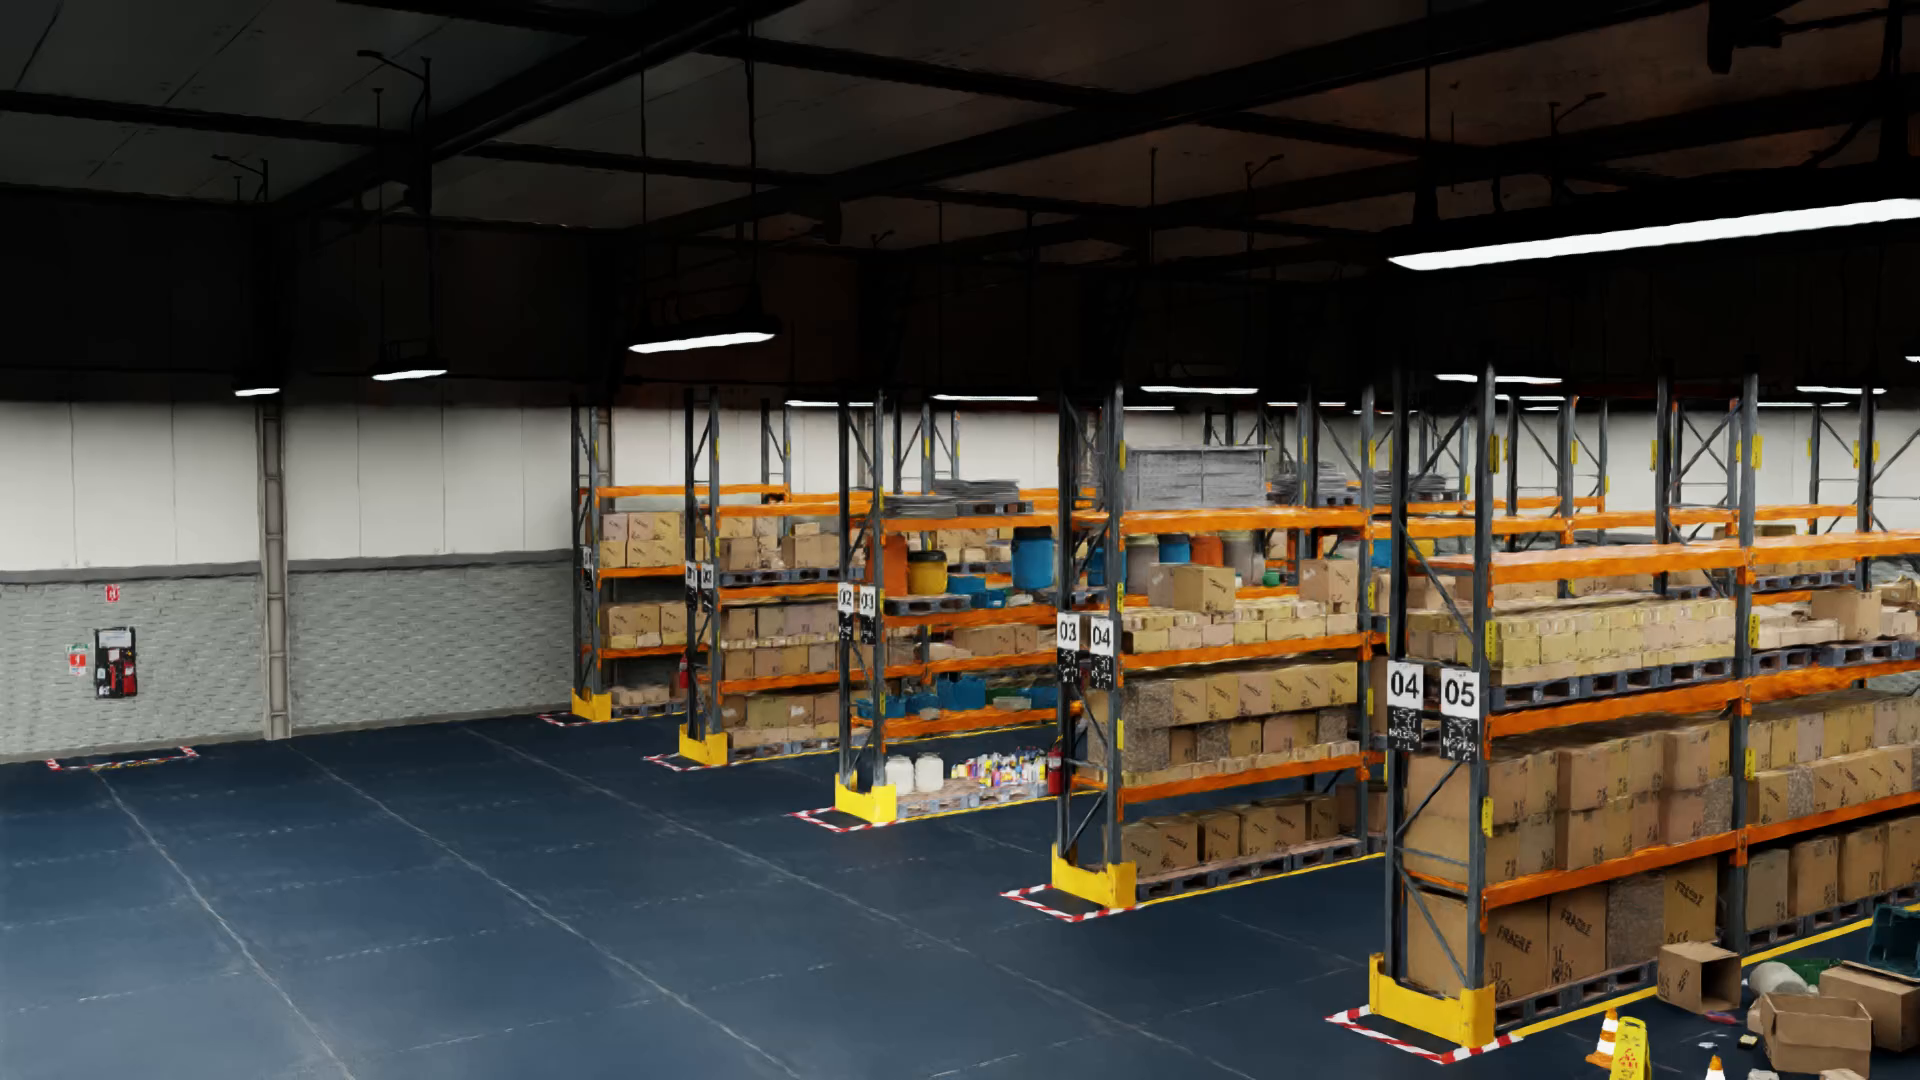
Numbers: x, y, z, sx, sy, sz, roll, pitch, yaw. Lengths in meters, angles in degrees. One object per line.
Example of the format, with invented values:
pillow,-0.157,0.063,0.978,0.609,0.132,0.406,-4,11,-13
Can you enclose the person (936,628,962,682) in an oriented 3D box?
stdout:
person,-0.225,2.455,31.572,0.523,1.592,0.527,0,3,-2

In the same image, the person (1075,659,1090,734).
person,2.214,2.575,29.359,0.996,1.614,0.448,-3,5,-43
